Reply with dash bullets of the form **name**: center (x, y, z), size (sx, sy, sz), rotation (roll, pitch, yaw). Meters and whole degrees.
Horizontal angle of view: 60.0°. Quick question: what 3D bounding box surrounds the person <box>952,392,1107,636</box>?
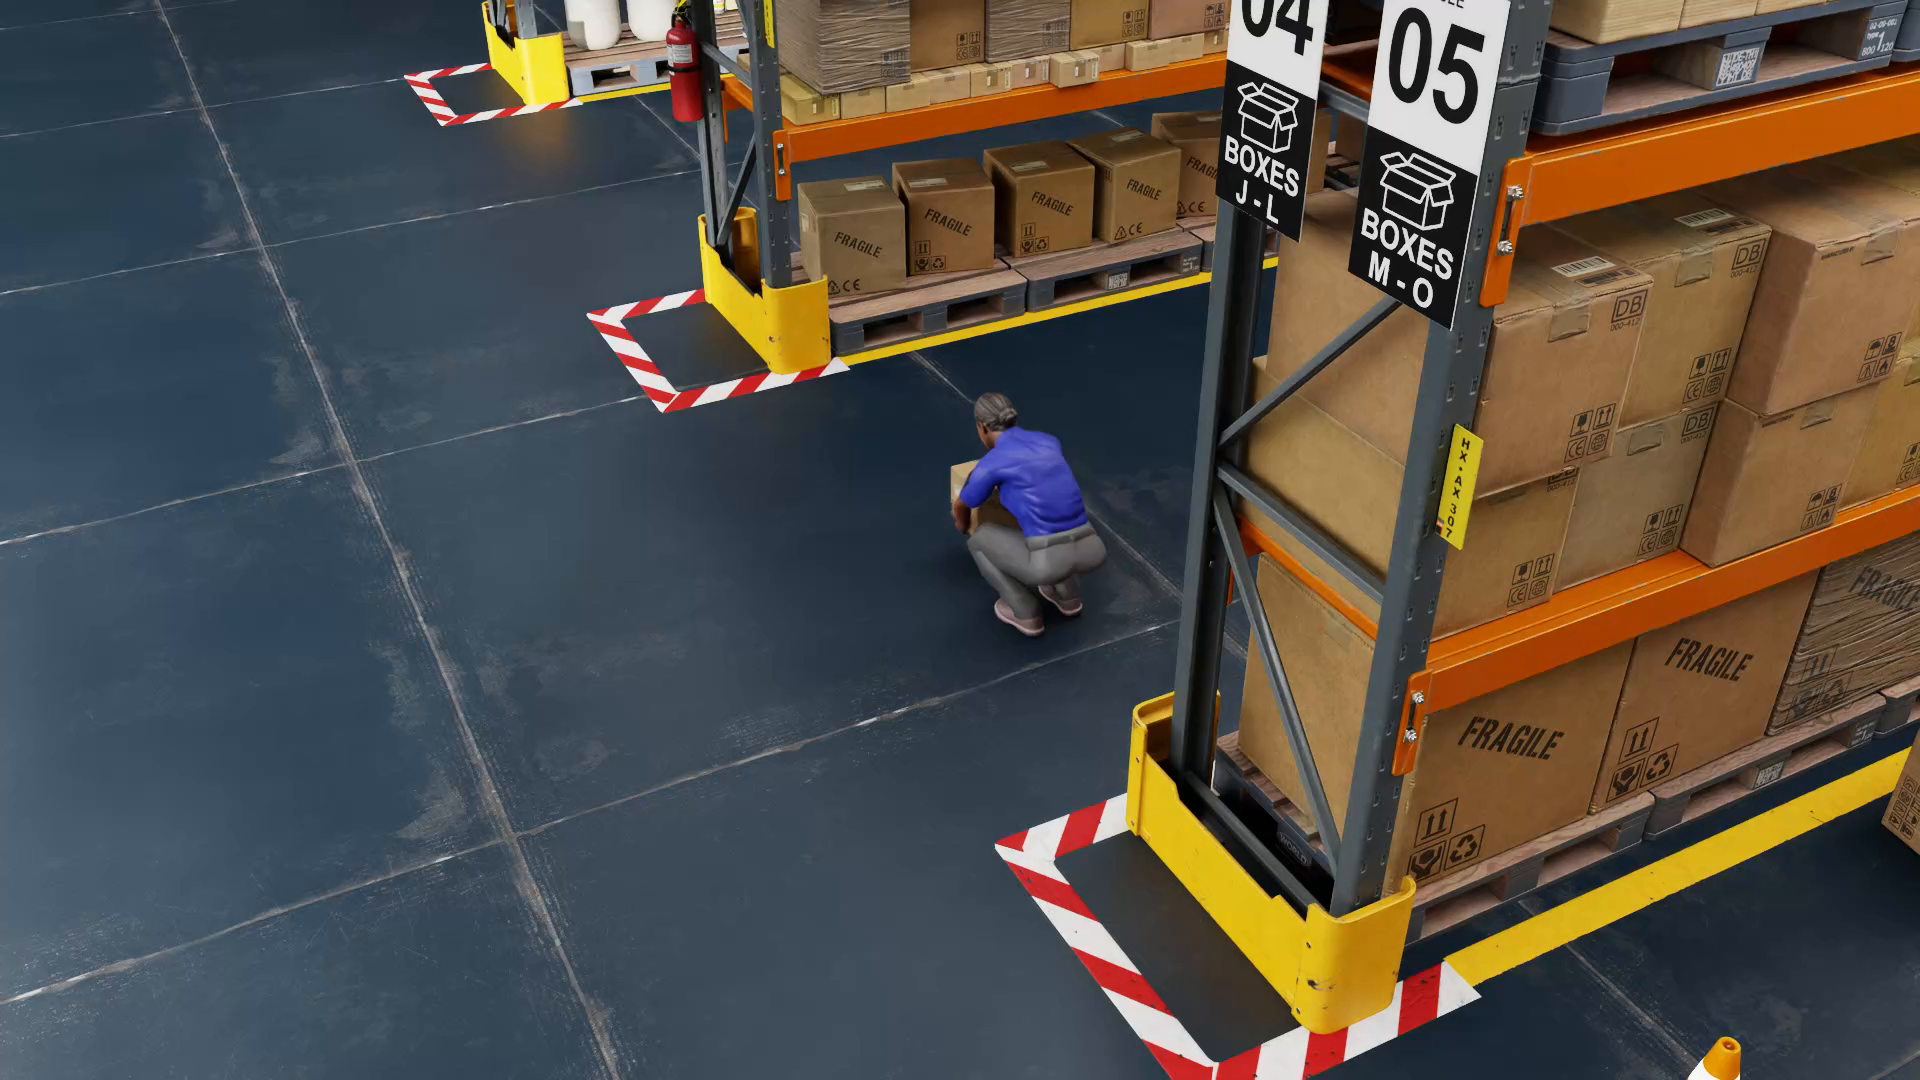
- **person**: center (0.277, -0.131, 7.032), size (0.507, 0.919, 0.822), rotation (-16, 36, -23)
